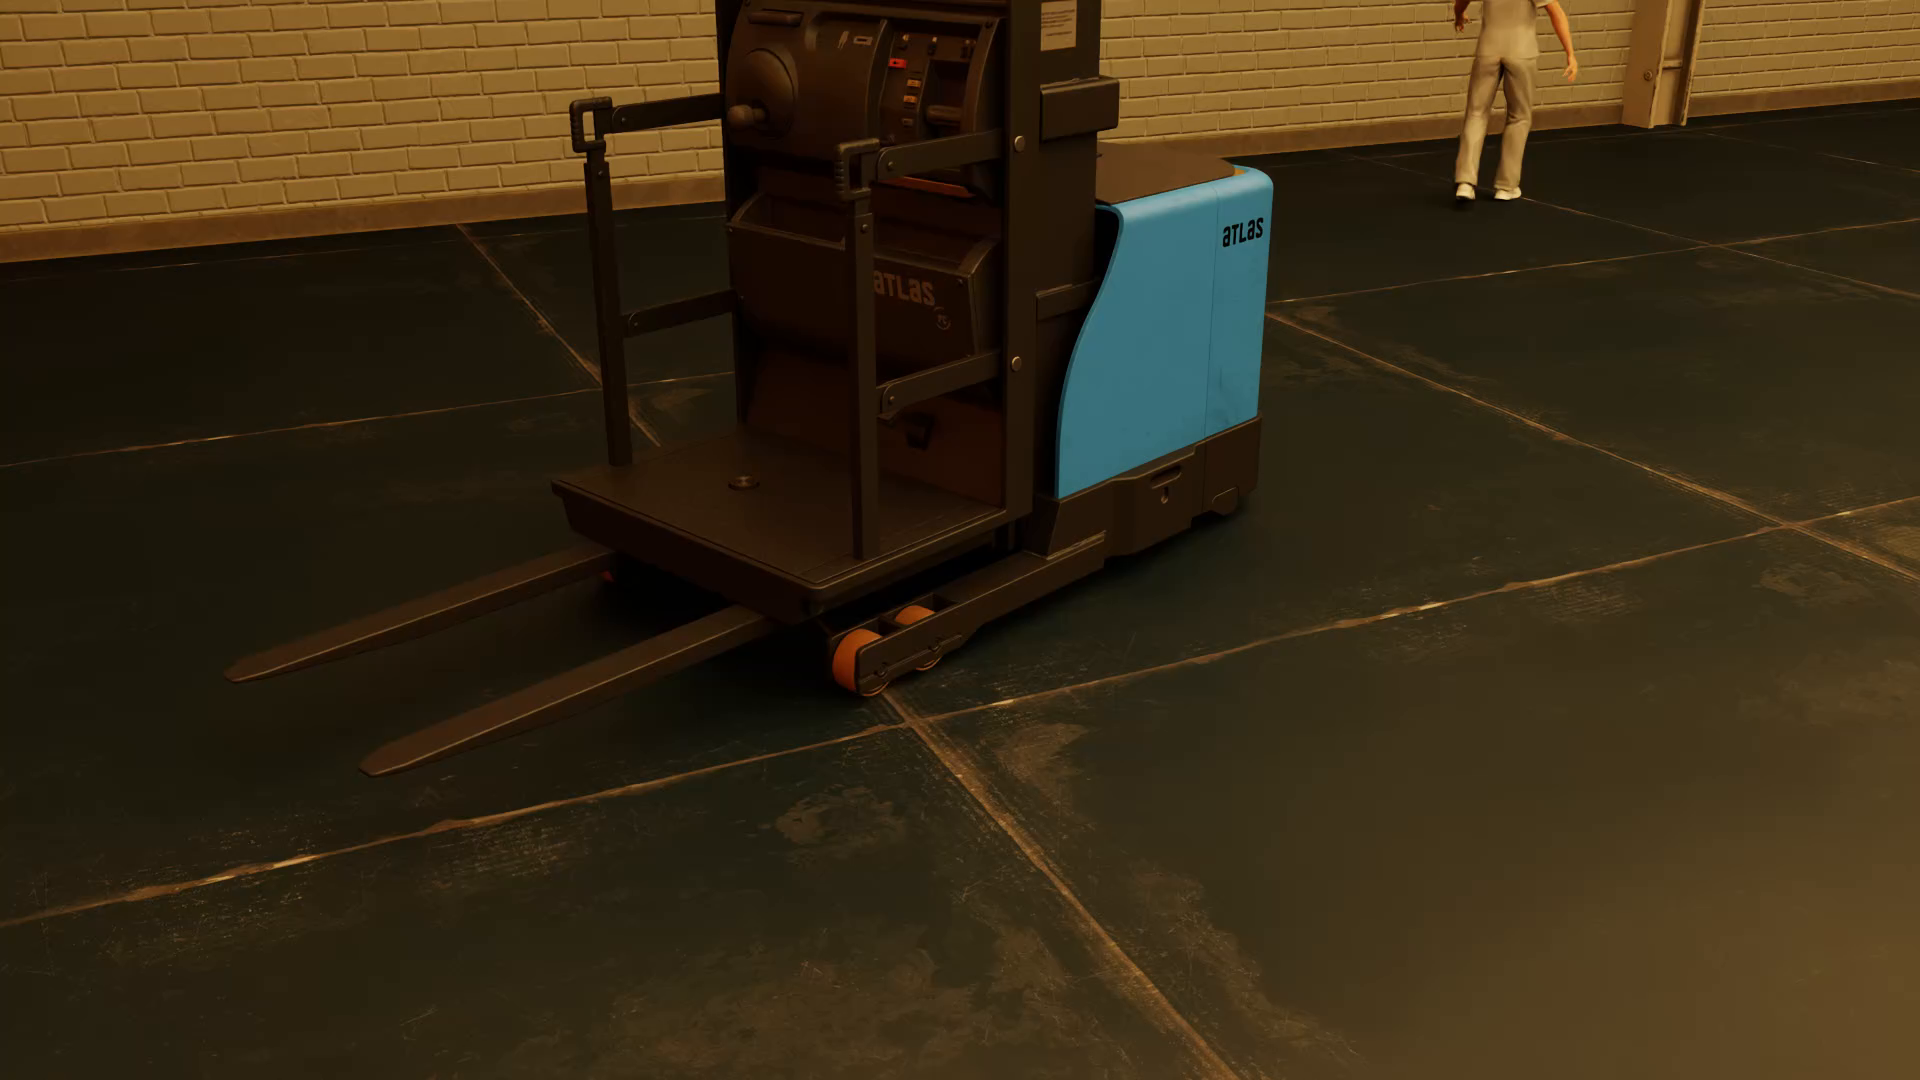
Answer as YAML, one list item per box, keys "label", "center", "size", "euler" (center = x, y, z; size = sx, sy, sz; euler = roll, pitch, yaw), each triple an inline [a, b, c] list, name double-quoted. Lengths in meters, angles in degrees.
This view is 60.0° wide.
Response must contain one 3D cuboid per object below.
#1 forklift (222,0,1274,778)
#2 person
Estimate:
- label: "forklift"
  center: [-0.413, -1.182, 4.131]
  size: [1.130, 2.935, 3.031]
  euler: [19, 29, 39]
- label: "person"
  center: [3.199, -2.793, 9.686]
  size: [0.835, 1.656, 0.728]
  euler: [13, 26, 28]
